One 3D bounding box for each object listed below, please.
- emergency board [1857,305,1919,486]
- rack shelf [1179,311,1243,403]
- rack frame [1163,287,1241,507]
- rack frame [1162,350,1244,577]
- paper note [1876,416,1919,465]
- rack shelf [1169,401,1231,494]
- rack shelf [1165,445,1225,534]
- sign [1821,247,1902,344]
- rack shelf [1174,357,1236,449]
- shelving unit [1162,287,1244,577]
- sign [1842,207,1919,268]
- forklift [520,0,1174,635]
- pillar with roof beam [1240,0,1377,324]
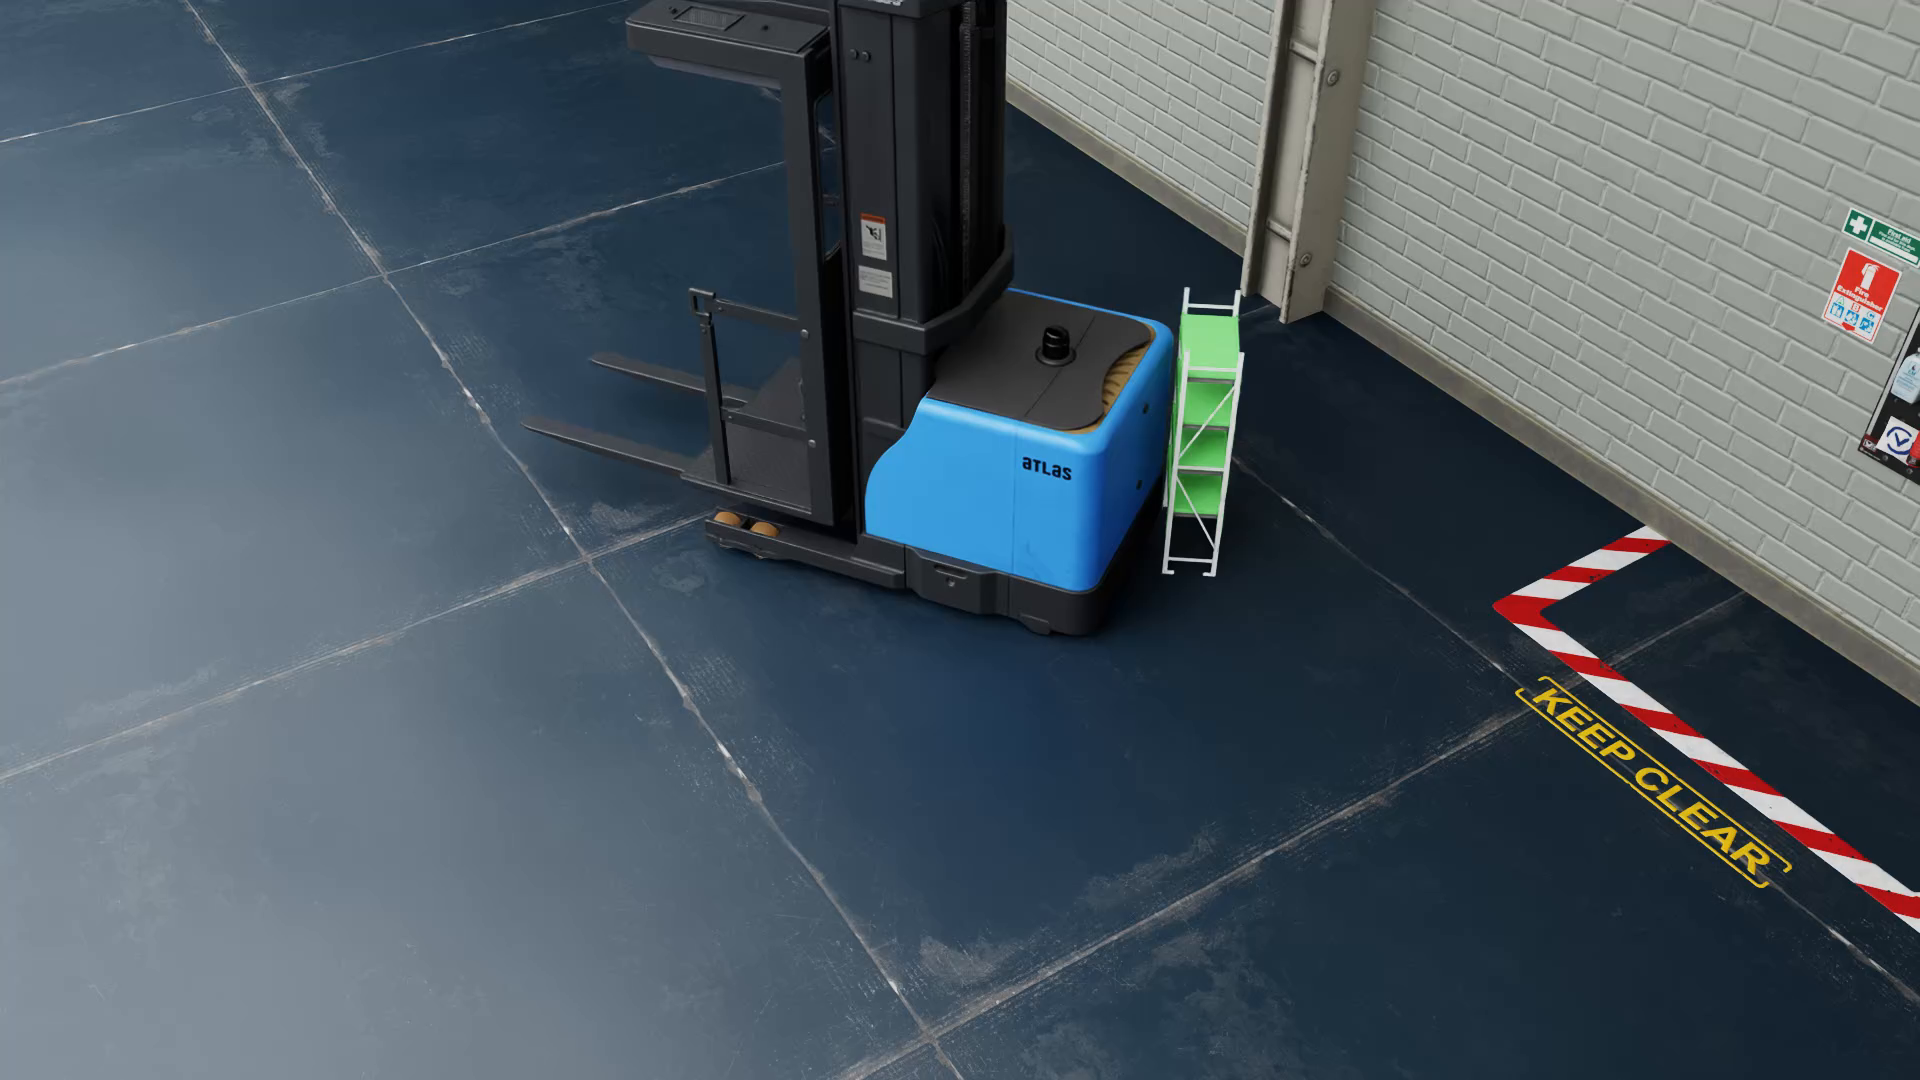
[{"bbox_3d":[3.747,-0.611,6.140,0.194,1.169,0.643,-22,45,-24],"label":"emergency board"},{"bbox_3d":[1.065,-0.782,7.102,0.258,0.148,0.480,4,40,4],"label":"rack shelf"},{"bbox_3d":[1.090,-0.618,7.554,0.240,1.200,0.015,4,40,4],"label":"rack frame"},{"bbox_3d":[1.041,-0.307,7.181,0.240,1.200,0.015,4,40,4],"label":"rack frame"},{"bbox_3d":[3.710,-0.392,6.566,0.016,0.148,0.142,-22,45,-24],"label":"paper note"},{"bbox_3d":[1.065,-0.414,7.409,0.258,0.148,0.480,4,40,4],"label":"rack shelf"},{"bbox_3d":[1.065,-0.229,7.562,0.258,0.148,0.480,4,40,4],"label":"rack shelf"},{"bbox_3d":[3.536,-0.959,6.530,0.001,0.329,0.234,-22,45,-24],"label":"sign"},{"bbox_3d":[1.065,-0.598,7.255,0.258,0.148,0.480,4,40,4],"label":"rack shelf"},{"bbox_3d":[1.065,-0.463,7.368,0.258,1.200,0.503,4,40,4],"label":"shelving unit"},{"bbox_3d":[3.531,-1.157,6.353,0.001,0.109,0.331,-22,45,-24],"label":"sign"},{"bbox_3d":[-0.623,-1.334,7.062,3.031,2.935,1.130,16,42,18],"label":"forklift"},{"bbox_3d":[-1.813,-3.326,4.712,9.100,9.000,0.400,-22,45,-24],"label":"pillar with roof beam"}]
